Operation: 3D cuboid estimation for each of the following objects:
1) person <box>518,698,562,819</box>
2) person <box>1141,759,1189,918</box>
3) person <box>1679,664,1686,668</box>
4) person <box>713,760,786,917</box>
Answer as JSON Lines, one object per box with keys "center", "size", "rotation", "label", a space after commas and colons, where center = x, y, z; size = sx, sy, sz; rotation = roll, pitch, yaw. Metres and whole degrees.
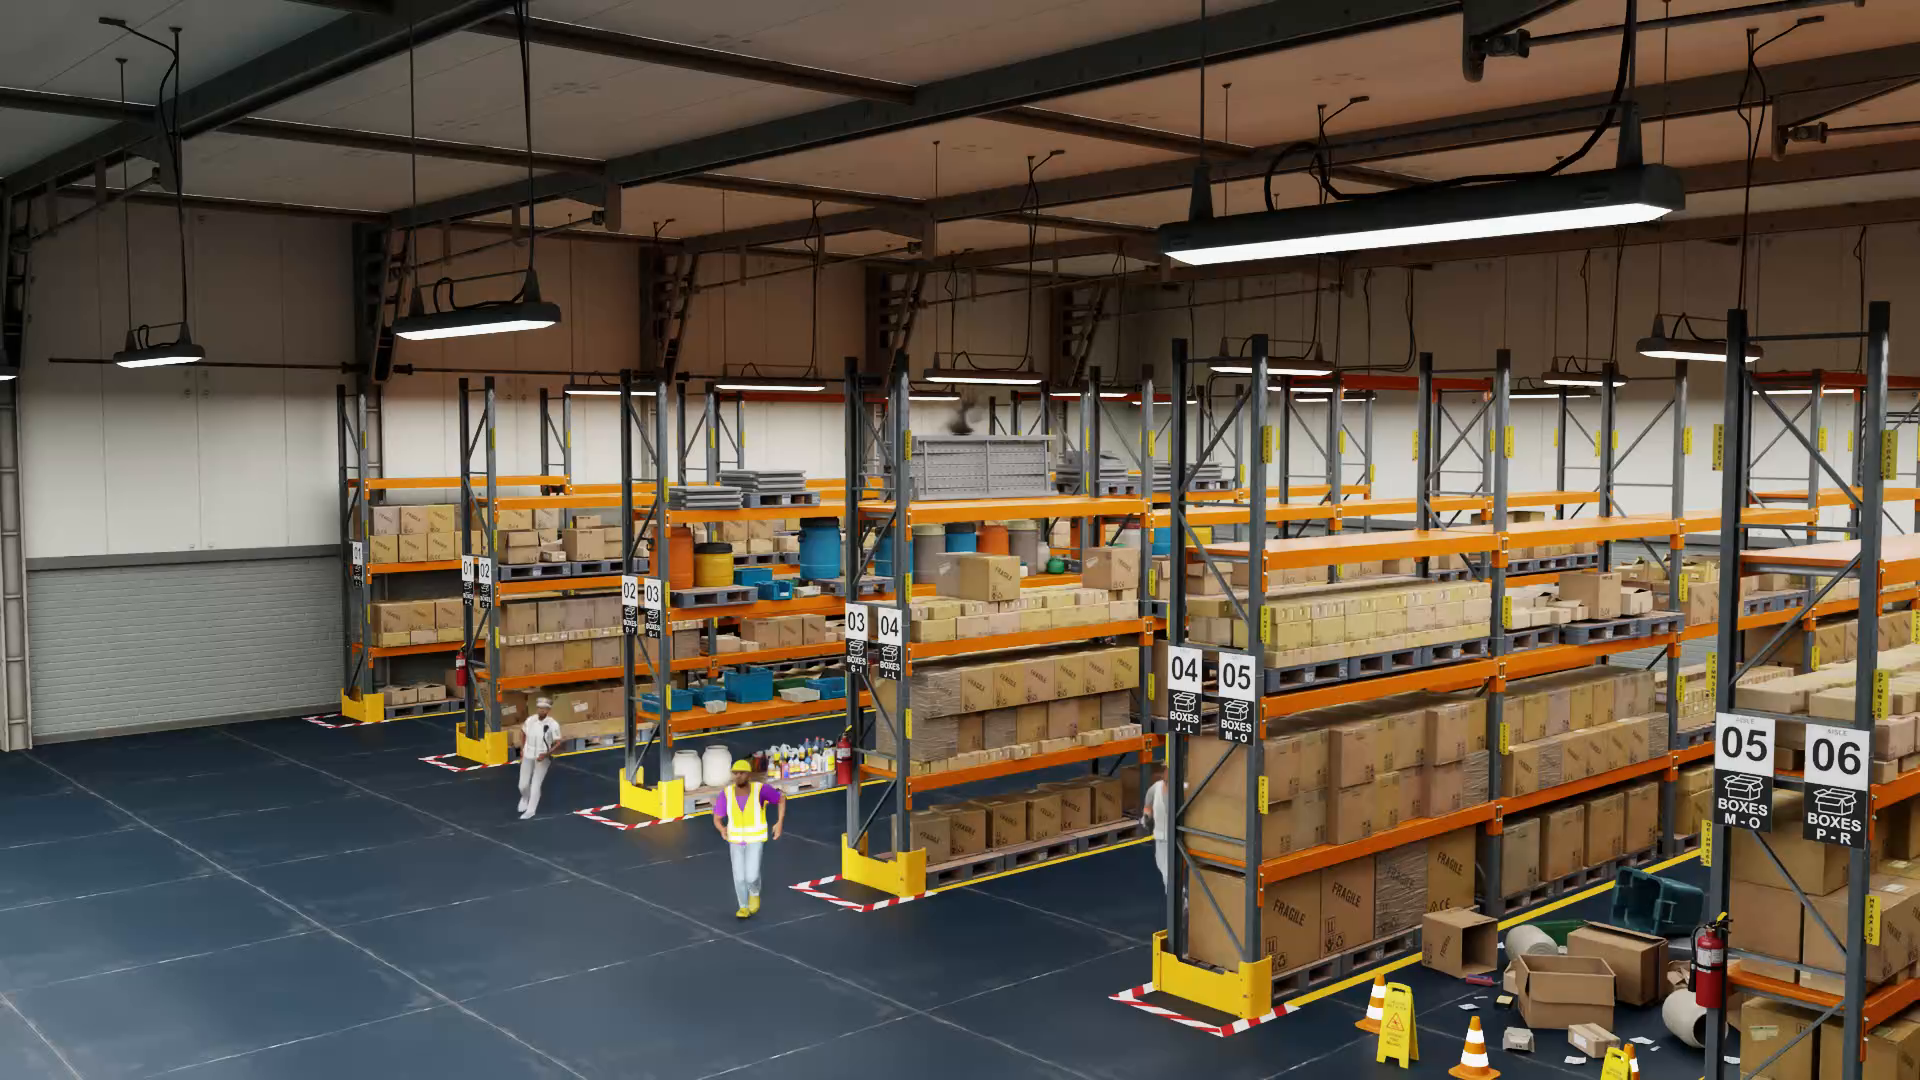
{"center": [-5.615, 2.896, 22.109], "size": [0.641, 1.636, 0.524], "rotation": [0, 4, 0], "label": "person"}
{"center": [2.179, 3.151, 17.261], "size": [0.635, 1.825, 0.749], "rotation": [3, 5, 38], "label": "person"}
{"center": [10.848, 2.683, 25.137], "size": [0.546, 1.649, 0.623], "rotation": [-3, 5, -40], "label": "person"}
{"center": [-2.227, 3.149, 17.418], "size": [0.726, 1.710, 0.741], "rotation": [0, 4, 5], "label": "person"}
